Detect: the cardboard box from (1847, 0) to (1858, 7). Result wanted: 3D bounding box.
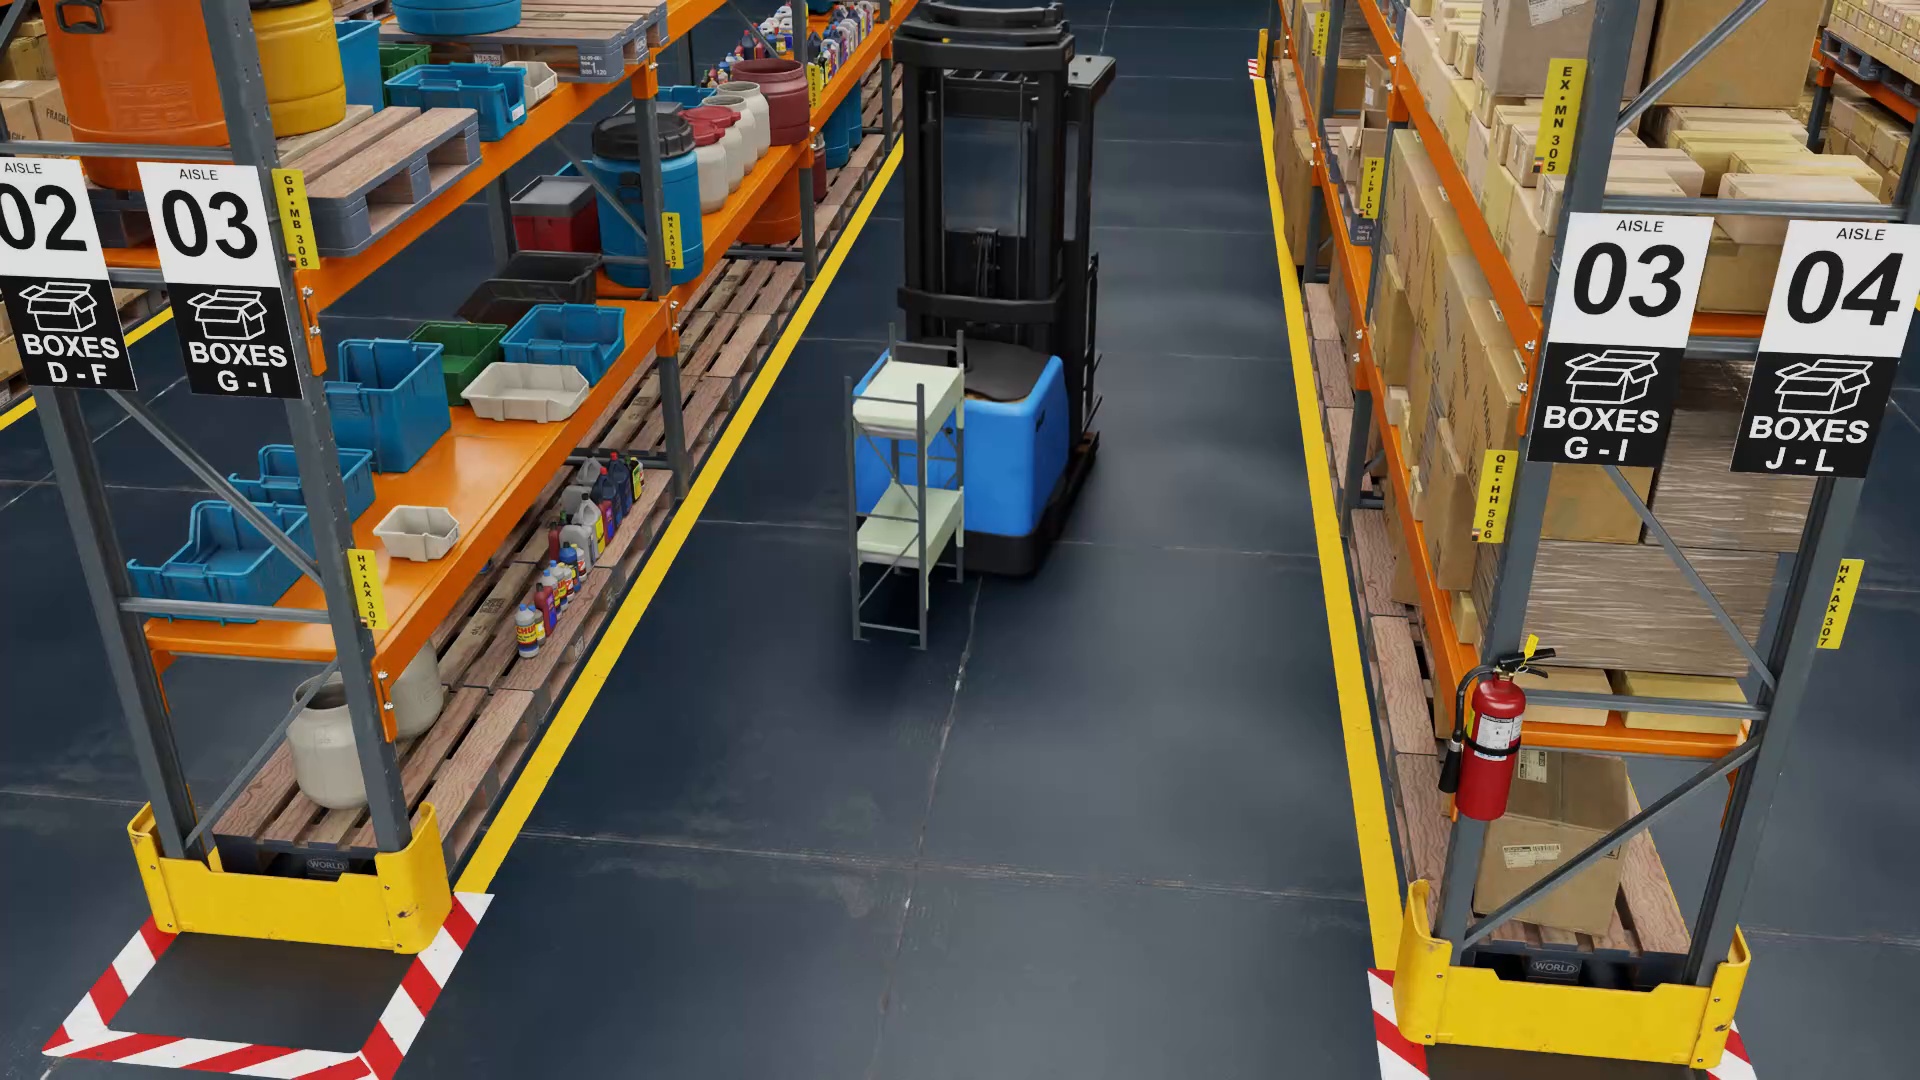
[{"bbox_3d":[8.095,-4.805,14.700,0.380,0.149,0.250,4,29,8],"label":"cardboard box"}]

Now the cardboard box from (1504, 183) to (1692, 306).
[{"bbox_3d":[2.054,-0.942,5.332,0.500,0.250,0.500,4,29,7],"label":"cardboard box"}]

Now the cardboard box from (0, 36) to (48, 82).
[{"bbox_3d":[-10.837,-5.389,18.782,0.700,0.500,0.500,4,29,7],"label":"cardboard box"}]

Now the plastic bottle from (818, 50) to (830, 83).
[{"bbox_3d":[-1.172,-4.070,14.278,0.097,0.271,0.097,0,28,0],"label":"plastic bottle"}]

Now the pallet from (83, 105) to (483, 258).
[{"bbox_3d":[-2.470,-1.355,6.139,1.003,0.211,1.213,3,28,6],"label":"pallet"}]

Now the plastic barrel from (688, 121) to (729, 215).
[{"bbox_3d":[-1.754,-2.459,11.009,0.433,0.535,0.433,0,28,0],"label":"plastic barrel"}]

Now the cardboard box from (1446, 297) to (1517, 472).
[{"bbox_3d":[2.125,-0.570,6.172,0.500,0.500,0.500,3,28,6],"label":"cardboard box"}]

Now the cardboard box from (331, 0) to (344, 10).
[{"bbox_3d":[-6.415,-5.364,15.995,0.700,0.500,0.500,8,29,14],"label":"cardboard box"}]

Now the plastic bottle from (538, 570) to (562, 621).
[{"bbox_3d":[-2.095,0.277,8.486,0.097,0.271,0.097,0,28,0],"label":"plastic bottle"}]

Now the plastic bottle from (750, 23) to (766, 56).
[{"bbox_3d":[-1.822,-4.453,14.906,0.144,0.351,0.185,3,28,6],"label":"plastic bottle"}]

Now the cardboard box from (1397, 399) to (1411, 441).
[{"bbox_3d":[2.284,-0.545,7.863,0.380,0.149,0.250,3,28,6],"label":"cardboard box"}]

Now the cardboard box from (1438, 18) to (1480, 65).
[{"bbox_3d":[2.266,-2.130,7.116,0.380,0.149,0.250,3,28,5],"label":"cardboard box"}]

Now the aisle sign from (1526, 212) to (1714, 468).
[{"bbox_3d":[1.942,-0.579,4.921,0.394,0.787,0.004,3,28,6],"label":"aisle sign"}]

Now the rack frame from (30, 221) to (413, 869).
[{"bbox_3d":[-2.668,0.266,6.093,1.000,3.000,0.127,3,28,6],"label":"rack frame"}]

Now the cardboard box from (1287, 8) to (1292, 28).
[{"bbox_3d":[3.430,-5.147,16.405,0.380,0.149,0.250,4,29,6],"label":"cardboard box"}]

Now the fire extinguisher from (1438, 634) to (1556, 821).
[{"bbox_3d":[1.776,0.615,5.527,0.296,0.674,0.183,3,28,6],"label":"fire extinguisher"}]

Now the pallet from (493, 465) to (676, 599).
[{"bbox_3d":[-2.302,-0.075,9.667,1.003,0.211,1.213,3,28,6],"label":"pallet"}]

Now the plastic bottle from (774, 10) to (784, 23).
[{"bbox_3d":[-1.719,-4.905,15.827,0.097,0.271,0.097,0,28,0],"label":"plastic bottle"}]

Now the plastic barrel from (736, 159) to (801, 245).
[{"bbox_3d":[-1.645,-2.960,13.928,0.600,0.830,0.708,3,28,6],"label":"plastic barrel"}]

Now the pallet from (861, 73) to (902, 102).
[{"bbox_3d":[-1.000,-5.079,18.955,1.003,0.211,1.213,3,28,6],"label":"pallet"}]

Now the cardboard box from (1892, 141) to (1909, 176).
[{"bbox_3d":[8.090,-3.104,13.752,0.500,0.250,0.500,4,29,7],"label":"cardboard box"}]

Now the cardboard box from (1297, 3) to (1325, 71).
[{"bbox_3d":[3.291,-4.464,14.769,0.500,0.500,0.500,3,28,5],"label":"cardboard box"}]

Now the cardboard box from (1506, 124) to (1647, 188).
[{"bbox_3d":[2.045,-1.276,5.530,0.380,0.149,0.250,2,28,4],"label":"cardboard box"}]

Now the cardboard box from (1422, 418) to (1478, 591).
[{"bbox_3d":[2.284,-0.121,6.392,0.875,0.500,0.500,3,28,6],"label":"cardboard box"}]

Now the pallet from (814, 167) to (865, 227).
[{"bbox_3d":[-1.481,-3.218,15.501,1.003,0.211,1.213,3,28,6],"label":"pallet"}]

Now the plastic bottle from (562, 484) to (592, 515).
[{"bbox_3d":[-2.145,-0.198,9.362,0.152,0.276,0.135,3,28,6],"label":"plastic bottle"}]

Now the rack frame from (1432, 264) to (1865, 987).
[{"bbox_3d":[2.247,0.554,5.559,1.000,3.000,0.127,3,28,6],"label":"rack frame"}]

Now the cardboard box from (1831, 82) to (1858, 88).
[{"bbox_3d":[9.072,-4.588,17.039,0.380,0.149,0.250,4,29,7],"label":"cardboard box"}]

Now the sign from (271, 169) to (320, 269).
[{"bbox_3d":[-2.123,-1.024,5.317,0.100,0.325,0.005,3,28,6],"label":"sign"}]

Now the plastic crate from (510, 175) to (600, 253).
[{"bbox_3d":[-2.423,-1.891,10.029,0.402,0.464,0.583,3,28,6],"label":"plastic crate"}]

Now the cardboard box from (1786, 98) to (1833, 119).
[{"bbox_3d":[8.405,-4.256,16.422,0.380,0.149,0.250,4,29,7],"label":"cardboard box"}]

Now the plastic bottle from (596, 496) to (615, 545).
[{"bbox_3d":[-1.973,-0.125,9.220,0.061,0.283,0.133,5,29,10],"label":"plastic bottle"}]

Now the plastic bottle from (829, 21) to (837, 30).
[{"bbox_3d":[-1.175,-4.647,15.349,0.097,0.271,0.097,0,28,0],"label":"plastic bottle"}]

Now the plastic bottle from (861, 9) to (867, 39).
[{"bbox_3d":[-0.970,-4.951,15.909,0.152,0.276,0.135,3,28,6],"label":"plastic bottle"}]

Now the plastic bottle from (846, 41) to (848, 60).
[{"bbox_3d":[-1.064,-4.453,15.062,0.097,0.201,0.097,0,28,0],"label":"plastic bottle"}]

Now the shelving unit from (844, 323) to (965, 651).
[{"bbox_3d":[-0.272,-0.277,8.684,0.431,1.500,0.755,7,29,13],"label":"shelving unit"}]

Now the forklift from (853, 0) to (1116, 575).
[{"bbox_3d":[0.276,-1.777,9.958,1.130,2.935,3.031,7,29,13],"label":"forklift"}]

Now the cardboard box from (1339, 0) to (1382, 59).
[{"bbox_3d":[3.333,-4.041,12.924,0.797,0.503,0.637,4,29,8],"label":"cardboard box"}]

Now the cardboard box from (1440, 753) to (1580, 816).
[{"bbox_3d":[2.380,0.893,7.122,0.500,0.500,0.500,11,30,19],"label":"cardboard box"}]

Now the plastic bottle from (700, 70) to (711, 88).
[{"bbox_3d":[-2.062,-3.663,13.510,0.061,0.283,0.133,3,28,6],"label":"plastic bottle"}]

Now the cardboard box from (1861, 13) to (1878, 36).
[{"bbox_3d":[8.031,-4.439,14.336,0.380,0.149,0.250,2,28,4],"label":"cardboard box"}]

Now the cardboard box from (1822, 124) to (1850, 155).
[{"bbox_3d":[8.274,-3.511,15.297,0.500,0.500,0.500,4,29,8],"label":"cardboard box"}]

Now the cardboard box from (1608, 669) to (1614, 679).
[{"bbox_3d":[2.568,0.428,6.058,0.380,0.149,0.250,3,28,6],"label":"cardboard box"}]

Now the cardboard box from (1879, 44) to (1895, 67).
[{"bbox_3d":[7.968,-4.059,13.944,0.380,0.149,0.250,3,28,5],"label":"cardboard box"}]

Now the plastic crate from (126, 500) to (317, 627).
[{"bbox_3d":[-2.904,0.079,6.598,0.499,0.251,0.616,3,28,6],"label":"plastic crate"}]

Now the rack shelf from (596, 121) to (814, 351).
[{"bbox_3d":[-1.933,-2.241,11.506,1.077,0.370,4.000,3,28,6],"label":"rack shelf"}]

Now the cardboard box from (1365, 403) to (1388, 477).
[{"bbox_3d":[2.834,-0.710,10.077,0.700,0.500,0.500,1,28,2],"label":"cardboard box"}]

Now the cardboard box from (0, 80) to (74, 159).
[{"bbox_3d":[-6.793,-3.042,12.129,0.500,0.500,0.500,2,28,3],"label":"cardboard box"}]

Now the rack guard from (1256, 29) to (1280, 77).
[{"bbox_3d":[4.211,-5.888,20.153,1.175,0.500,0.348,3,28,6],"label":"rack guard"}]

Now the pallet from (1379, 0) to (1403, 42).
[{"bbox_3d":[2.919,-2.851,8.915,1.213,0.211,1.003,3,28,6],"label":"pallet"}]

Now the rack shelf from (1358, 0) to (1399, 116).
[{"bbox_3d":[2.982,-3.274,10.261,1.077,0.370,4.000,3,28,6],"label":"rack shelf"}]

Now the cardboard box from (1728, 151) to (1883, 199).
[{"bbox_3d":[2.638,-1.109,5.220,0.380,0.149,0.250,4,29,7],"label":"cardboard box"}]

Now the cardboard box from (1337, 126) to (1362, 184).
[{"bbox_3d":[2.794,-2.555,11.045,0.500,0.250,0.500,3,28,5],"label":"cardboard box"}]
